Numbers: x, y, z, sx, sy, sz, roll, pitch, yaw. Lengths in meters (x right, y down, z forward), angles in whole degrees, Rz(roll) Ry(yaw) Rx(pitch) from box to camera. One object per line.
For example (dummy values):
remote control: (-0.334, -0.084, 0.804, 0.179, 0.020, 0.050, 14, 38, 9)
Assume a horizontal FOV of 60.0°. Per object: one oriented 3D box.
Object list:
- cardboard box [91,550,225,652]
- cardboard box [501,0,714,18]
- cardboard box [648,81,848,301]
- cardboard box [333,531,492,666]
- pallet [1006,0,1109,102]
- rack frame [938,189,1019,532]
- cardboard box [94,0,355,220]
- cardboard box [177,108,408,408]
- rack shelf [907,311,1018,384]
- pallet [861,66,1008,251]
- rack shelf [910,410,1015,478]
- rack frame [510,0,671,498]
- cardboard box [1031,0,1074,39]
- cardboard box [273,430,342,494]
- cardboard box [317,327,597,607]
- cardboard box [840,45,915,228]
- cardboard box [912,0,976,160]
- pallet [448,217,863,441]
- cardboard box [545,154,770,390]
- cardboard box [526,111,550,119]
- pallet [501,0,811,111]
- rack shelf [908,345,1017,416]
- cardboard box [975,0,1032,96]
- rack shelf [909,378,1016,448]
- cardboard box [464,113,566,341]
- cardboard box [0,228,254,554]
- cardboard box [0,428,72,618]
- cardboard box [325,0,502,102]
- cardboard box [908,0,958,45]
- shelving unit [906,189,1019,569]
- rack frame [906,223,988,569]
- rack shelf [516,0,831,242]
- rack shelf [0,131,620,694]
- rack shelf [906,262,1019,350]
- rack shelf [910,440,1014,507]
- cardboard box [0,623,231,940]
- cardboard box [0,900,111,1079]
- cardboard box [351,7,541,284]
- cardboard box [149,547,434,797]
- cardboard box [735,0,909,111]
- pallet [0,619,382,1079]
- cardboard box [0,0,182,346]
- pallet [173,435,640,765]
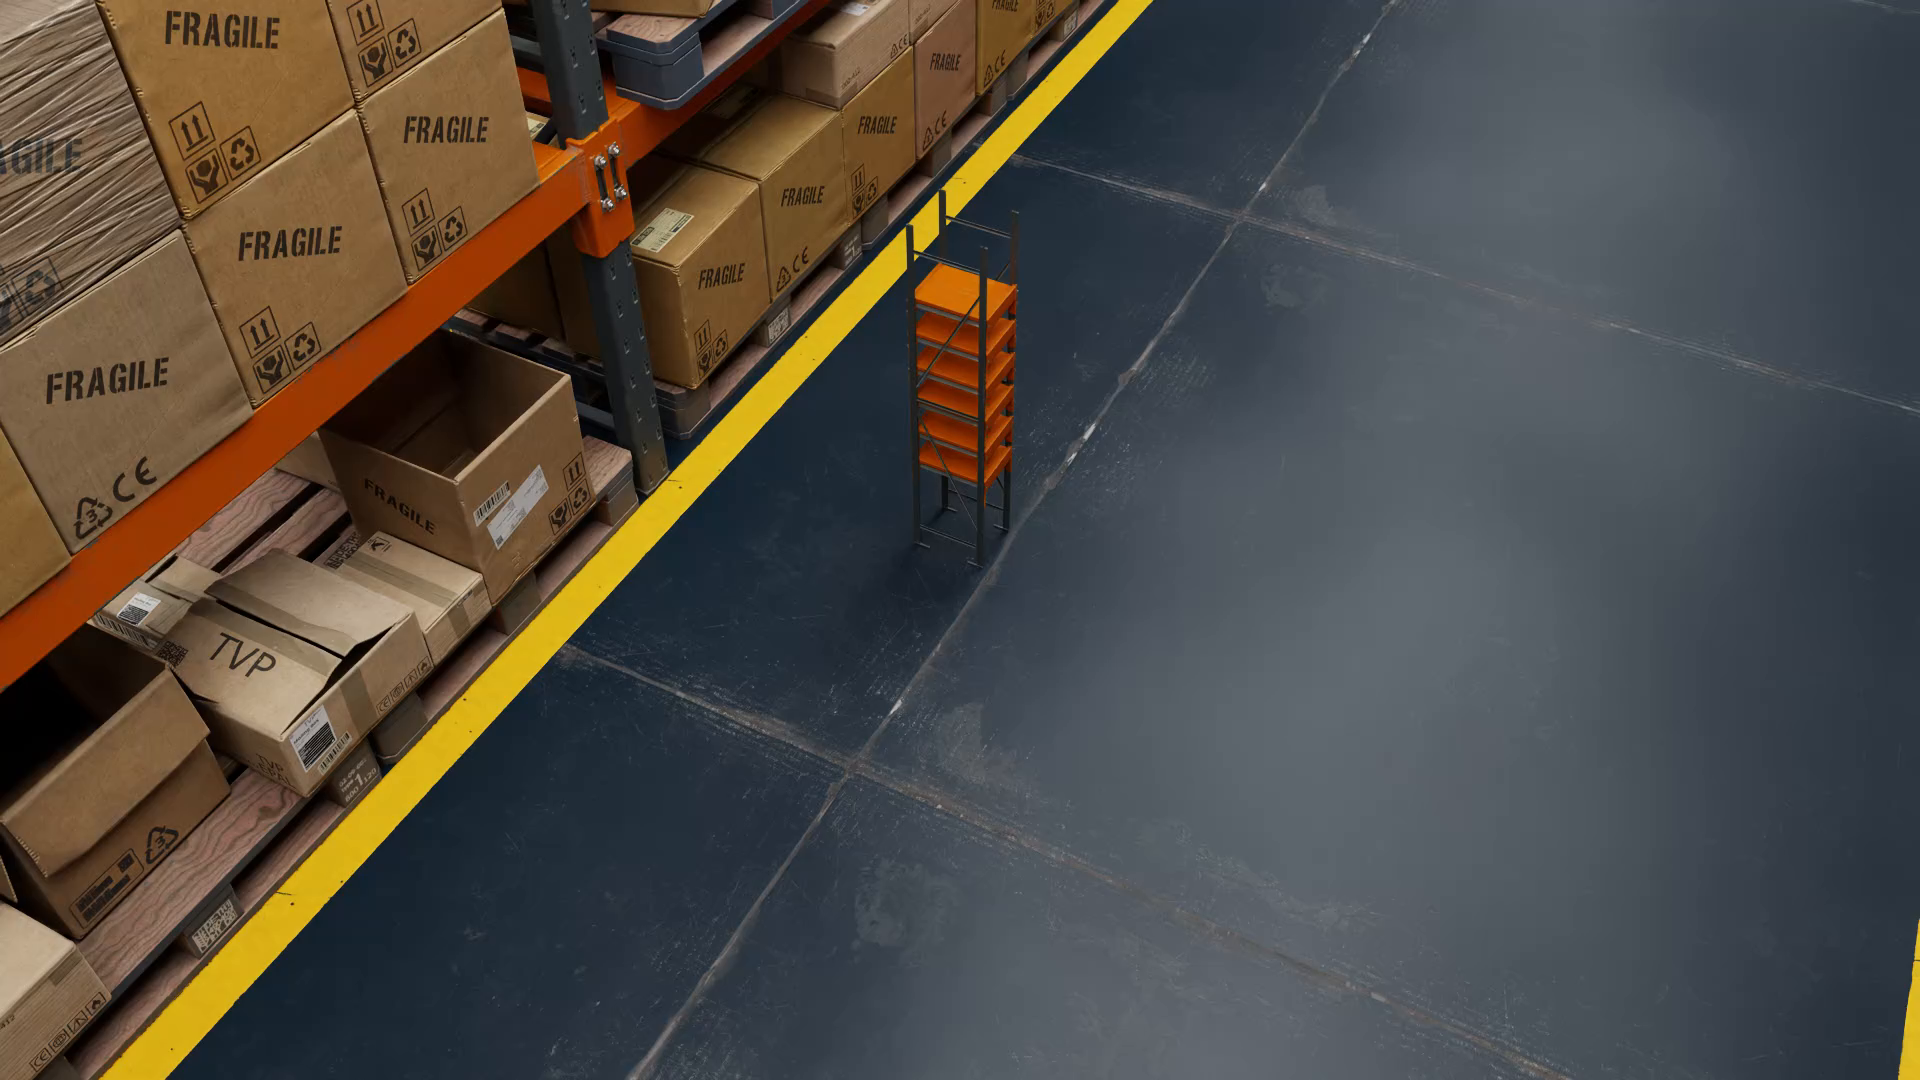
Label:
cardboard box: (-2.202, 0.187, 4.639, 0.380, 0.166, 0.250, 20, 49, 19)
cardboard box: (-1.004, -1.803, 4.557, 0.700, 0.500, 0.500, 6, 46, 6)
cardboard box: (-0.744, -1.235, 5.810, 0.500, 0.500, 0.500, 21, 49, 20)
cardboard box: (-1.557, 0.161, 4.677, 0.380, 0.149, 0.250, 20, 49, 19)
pallet: (0.054, -2.477, 7.550, 1.003, 0.211, 1.213, 20, 49, 19)
rack frame: (0.049, -0.489, 4.889, 0.240, 1.200, 0.006, 20, 49, 19)
cardboard box: (-1.663, -1.054, 3.410, 0.500, 0.500, 0.500, 20, 49, 18)
cardboard box: (-1.665, -0.706, 3.768, 0.500, 0.500, 0.500, 22, 49, 20)
rack shelf: (0.007, -0.568, 4.693, 0.258, 0.103, 0.180, 20, 49, 19)
pallet: (-0.513, -1.712, 6.793, 1.003, 0.211, 1.213, 20, 49, 19)
rack shelf: (0.007, -0.315, 4.949, 0.258, 0.103, 0.180, 20, 49, 19)
rack frame: (-1.422, -1.396, 4.520, 1.000, 3.000, 0.127, 20, 49, 19)
cardboard box: (0.208, -2.525, 7.084, 0.500, 0.500, 0.500, 22, 49, 21)
cardboard box: (-1.809, -0.412, 5.129, 0.500, 0.311, 0.500, 20, 49, 19)
cardboard box: (-1.436, -0.219, 4.806, 0.500, 0.500, 0.500, 20, 49, 19)
cardboard box: (-0.506, -1.548, 6.119, 0.500, 0.500, 0.500, 21, 49, 20)
cardboard box: (-0.271, -1.866, 6.434, 0.500, 0.500, 0.500, 19, 48, 18)
pallet: (-1.078, -0.940, 6.031, 1.003, 0.211, 1.213, 20, 49, 19)
cardboard box: (-0.982, -0.896, 5.475, 0.500, 0.500, 0.500, 18, 48, 17)
cardboard box: (-1.210, -1.386, 5.959, 0.500, 0.500, 0.500, 21, 49, 19)
pallet: (-0.955, -1.795, 5.050, 1.003, 0.211, 1.213, 20, 49, 19)
rack shelf: (0.007, -0.484, 4.779, 0.258, 0.103, 0.180, 20, 49, 19)
cardboard box: (-0.032, -2.199, 6.762, 0.500, 0.500, 0.500, 19, 48, 18)
rack shelf: (0.007, -0.400, 4.864, 0.258, 0.103, 0.180, 20, 49, 19)
cardboard box: (-1.447, -1.077, 5.654, 0.500, 0.500, 0.500, 20, 49, 19)
cardboard box: (-1.902, -0.381, 3.448, 0.500, 0.500, 0.500, 22, 49, 20)
cardboard box: (-2.136, -0.060, 3.130, 0.500, 0.500, 0.500, 21, 49, 20)
cardboard box: (-1.428, -1.378, 3.730, 0.500, 0.500, 0.500, 21, 49, 19)
cardboard box: (-0.285, -2.106, 6.143, 0.500, 0.250, 0.500, 20, 49, 18)
shelving unit: (0.007, -0.431, 4.832, 0.258, 1.200, 0.189, 20, 49, 19)
rack frame: (-0.036, -0.373, 4.775, 0.240, 1.200, 0.006, 20, 49, 19)
rack shelf: (-0.494, -2.403, 6.021, 1.077, 0.370, 4.000, 20, 49, 19)
rack shelf: (-2.351, 0.117, 3.531, 1.077, 0.370, 4.000, 20, 49, 19)
rack shelf: (0.007, -0.653, 4.608, 0.258, 0.103, 0.180, 20, 49, 19)
rack shelf: (0.007, -0.231, 5.035, 0.258, 0.103, 0.180, 20, 49, 19)
cardboard box: (-2.290, 0.513, 4.080, 0.797, 0.503, 0.637, 20, 49, 19)
cardboard box: (-2.311, 1.057, 3.720, 0.500, 0.250, 0.500, 20, 49, 19)
cardboard box: (-1.427, -1.031, 4.090, 0.500, 0.500, 0.500, 21, 49, 20)
cardboard box: (-1.784, 0.320, 4.406, 0.500, 0.311, 0.500, 20, 49, 19)
cardboard box: (-0.518, -1.789, 5.830, 0.500, 0.250, 0.500, 21, 49, 19)
pallet: (-2.307, 0.789, 4.322, 1.003, 0.211, 1.213, 20, 49, 19)
cardboard box: (-1.897, -0.737, 3.096, 0.500, 0.500, 0.500, 21, 49, 19)
pallet: (-1.742, 0.017, 5.085, 1.003, 0.211, 1.213, 20, 49, 19)
